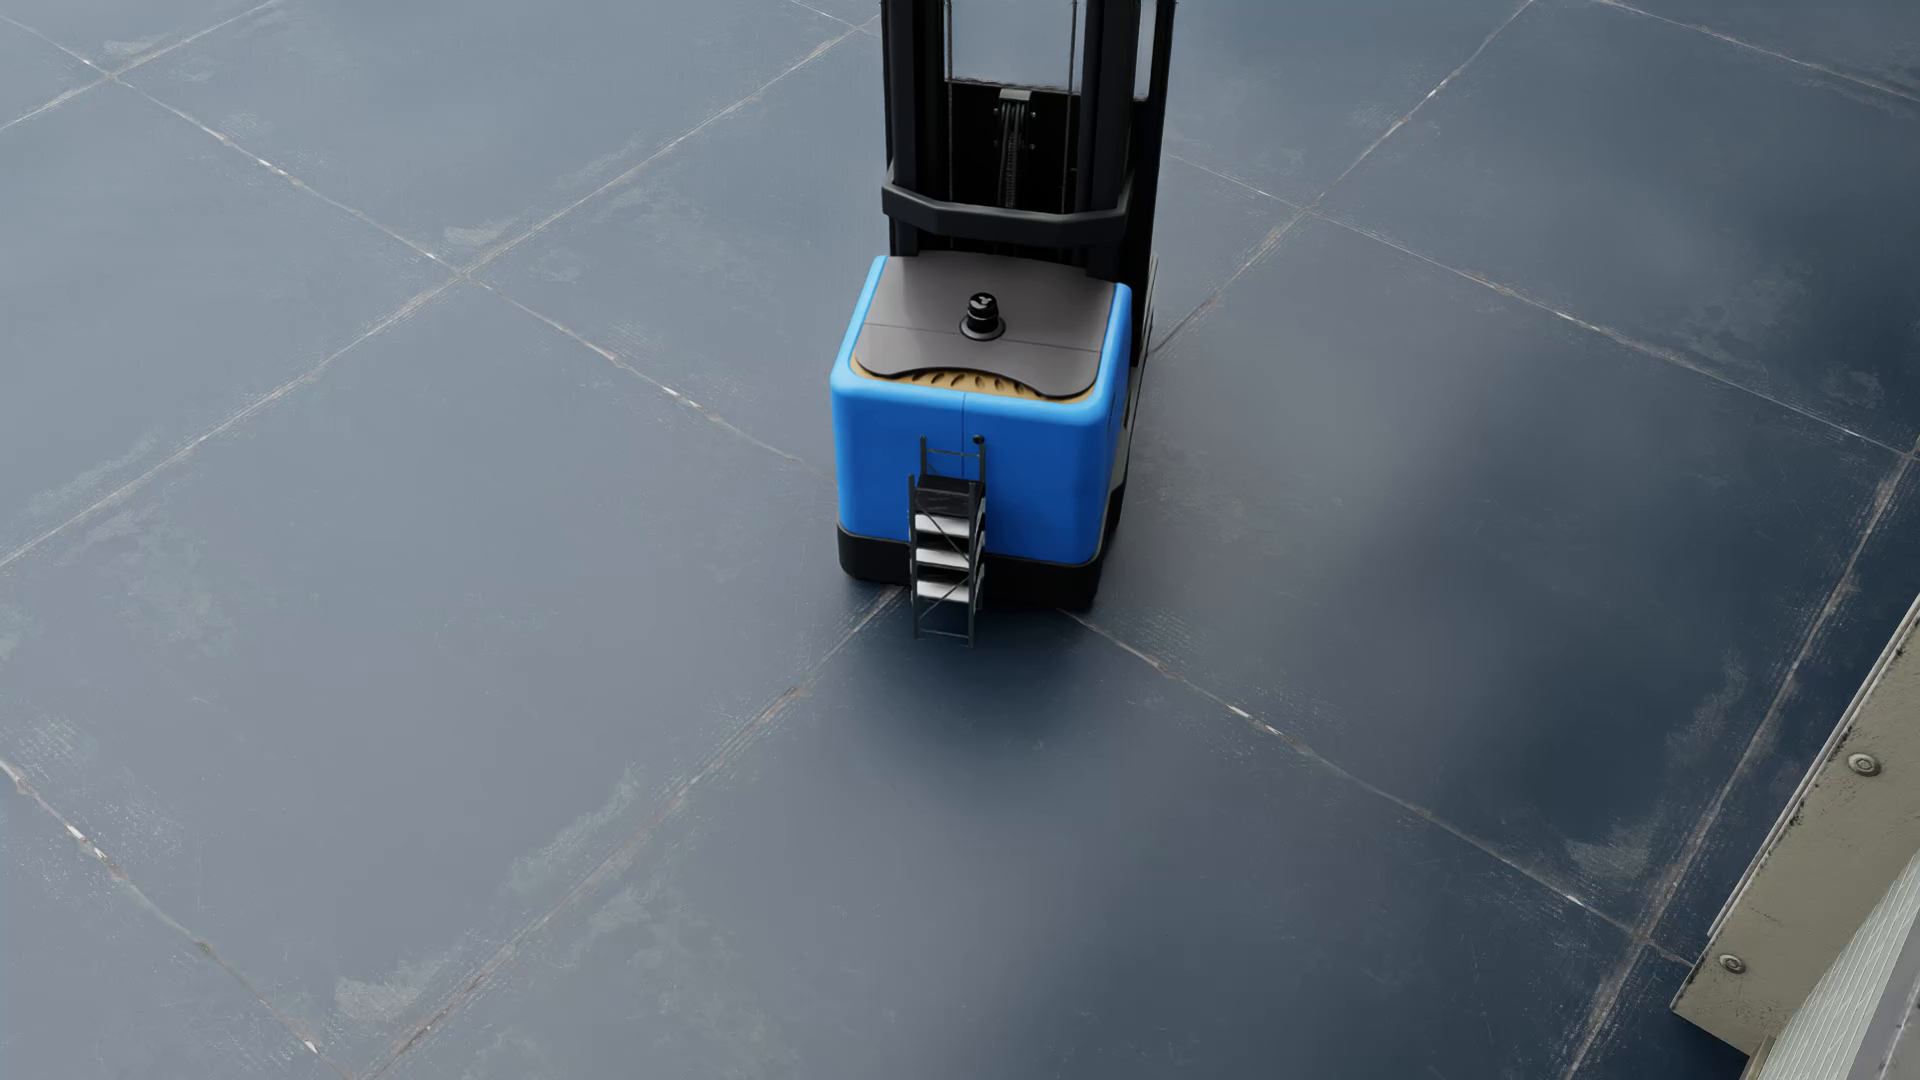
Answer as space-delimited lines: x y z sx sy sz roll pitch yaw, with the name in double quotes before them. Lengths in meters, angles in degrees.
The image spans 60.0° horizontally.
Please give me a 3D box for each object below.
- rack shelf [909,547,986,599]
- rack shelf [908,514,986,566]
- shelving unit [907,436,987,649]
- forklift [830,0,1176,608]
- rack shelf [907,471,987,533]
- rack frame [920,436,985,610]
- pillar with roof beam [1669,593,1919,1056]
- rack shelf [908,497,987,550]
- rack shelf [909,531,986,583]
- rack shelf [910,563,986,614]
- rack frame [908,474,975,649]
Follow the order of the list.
"rack shelf" -0.046 0.109 6.359 0.258 0.077 0.200 8 47 7
"rack shelf" -0.046 -0.015 6.229 0.258 0.077 0.200 8 47 7
"shelving unit" -0.046 0.024 6.270 0.258 0.900 0.210 8 47 7
"forklift" 0.295 -1.828 6.634 1.130 2.935 3.031 8 47 7
"rack shelf" -0.046 -0.140 6.099 0.258 0.077 0.200 8 47 7
"rack frame" -0.026 -0.049 6.339 0.240 0.900 0.006 8 47 7
"pillar with roof beam" -0.841 -3.522 4.055 9.100 9.000 0.400 29 53 25
"rack shelf" -0.046 -0.078 6.164 0.258 0.077 0.200 8 47 7
"rack shelf" -0.046 0.047 6.294 0.258 0.077 0.200 8 47 7
"rack shelf" -0.046 0.171 6.424 0.258 0.077 0.200 8 47 7
"rack frame" -0.065 0.096 6.201 0.240 0.900 0.006 8 47 7
